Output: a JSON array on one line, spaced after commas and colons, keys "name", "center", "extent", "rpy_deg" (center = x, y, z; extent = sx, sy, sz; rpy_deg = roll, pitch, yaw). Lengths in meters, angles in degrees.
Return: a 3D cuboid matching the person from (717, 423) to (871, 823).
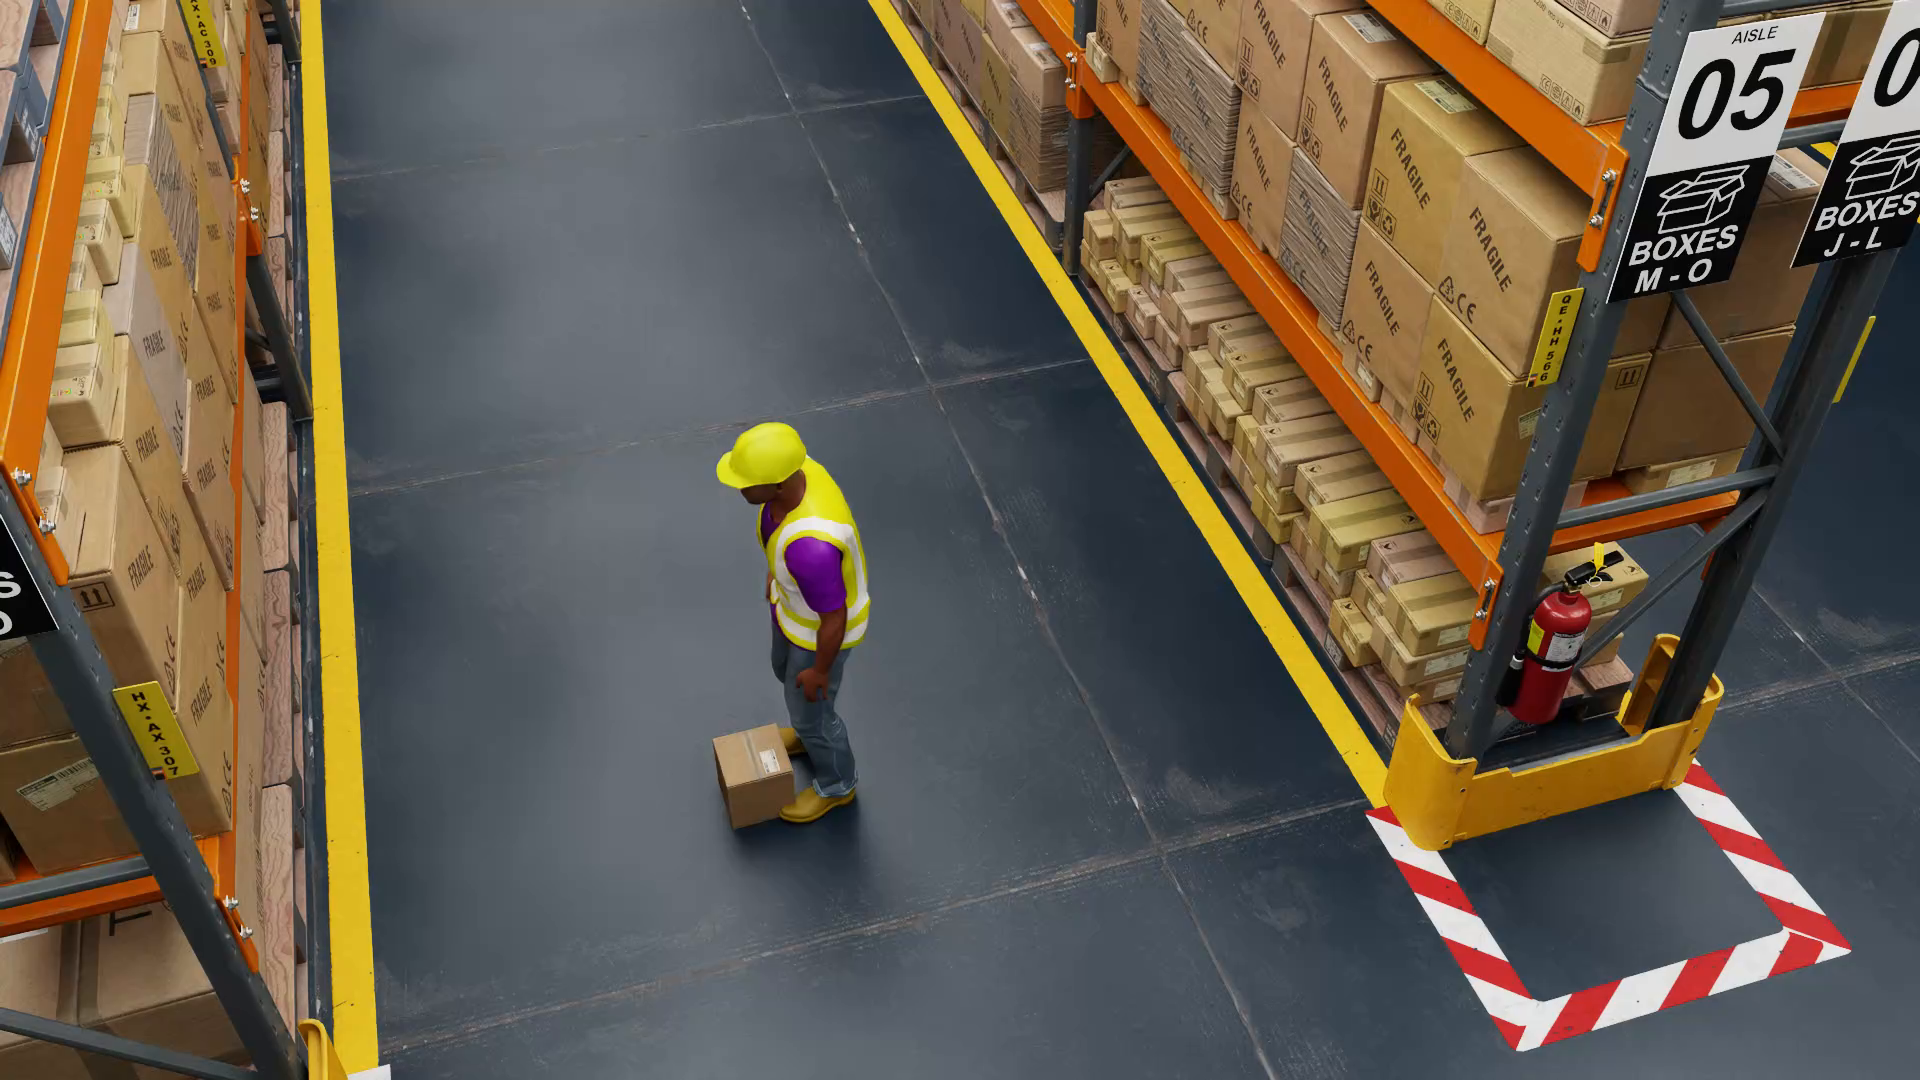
[{"name": "person", "center": [-0.559, 0.273, 5.843], "extent": [0.461, 1.760, 0.625], "rpy_deg": [-12, 43, -13]}]
